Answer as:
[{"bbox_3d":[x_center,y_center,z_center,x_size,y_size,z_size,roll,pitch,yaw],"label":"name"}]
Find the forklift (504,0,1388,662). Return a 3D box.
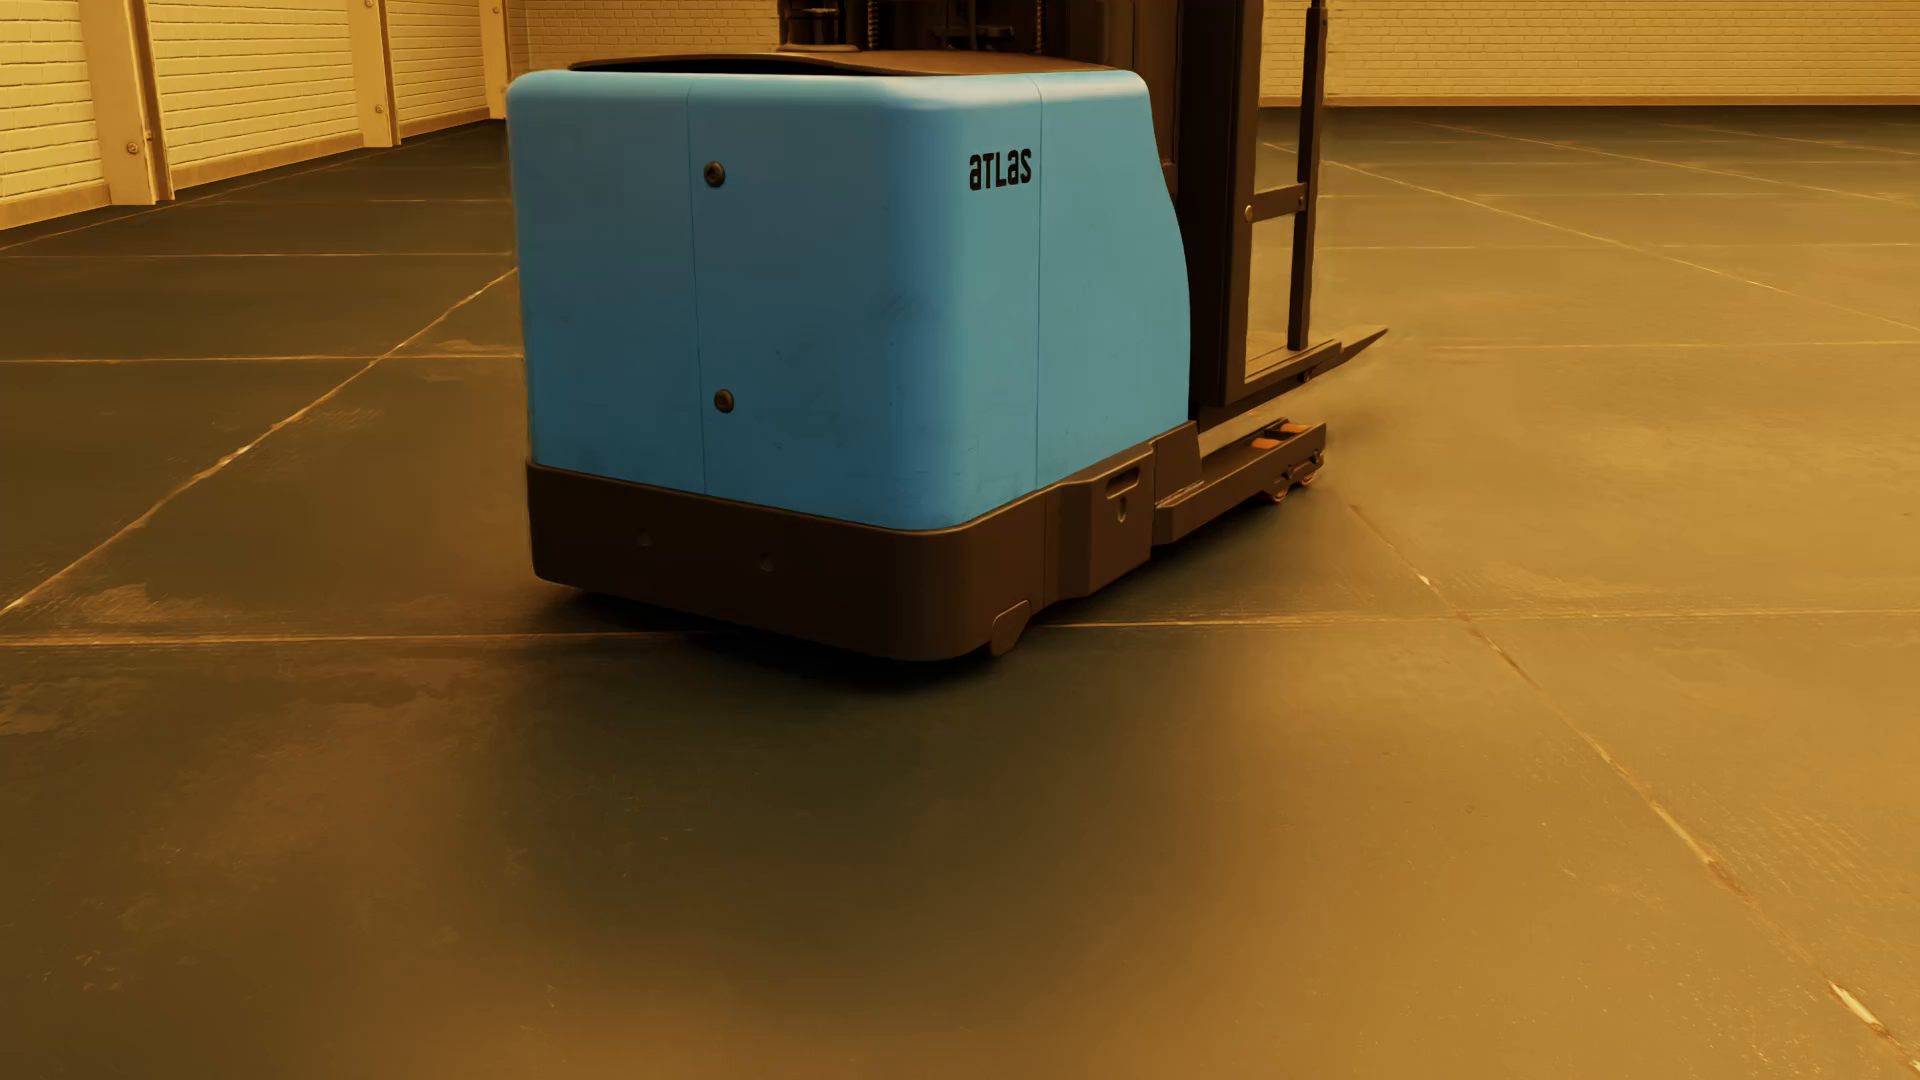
[{"bbox_3d":[0.313,-1.560,4.008,1.130,2.935,3.031,10,20,30],"label":"forklift"}]
